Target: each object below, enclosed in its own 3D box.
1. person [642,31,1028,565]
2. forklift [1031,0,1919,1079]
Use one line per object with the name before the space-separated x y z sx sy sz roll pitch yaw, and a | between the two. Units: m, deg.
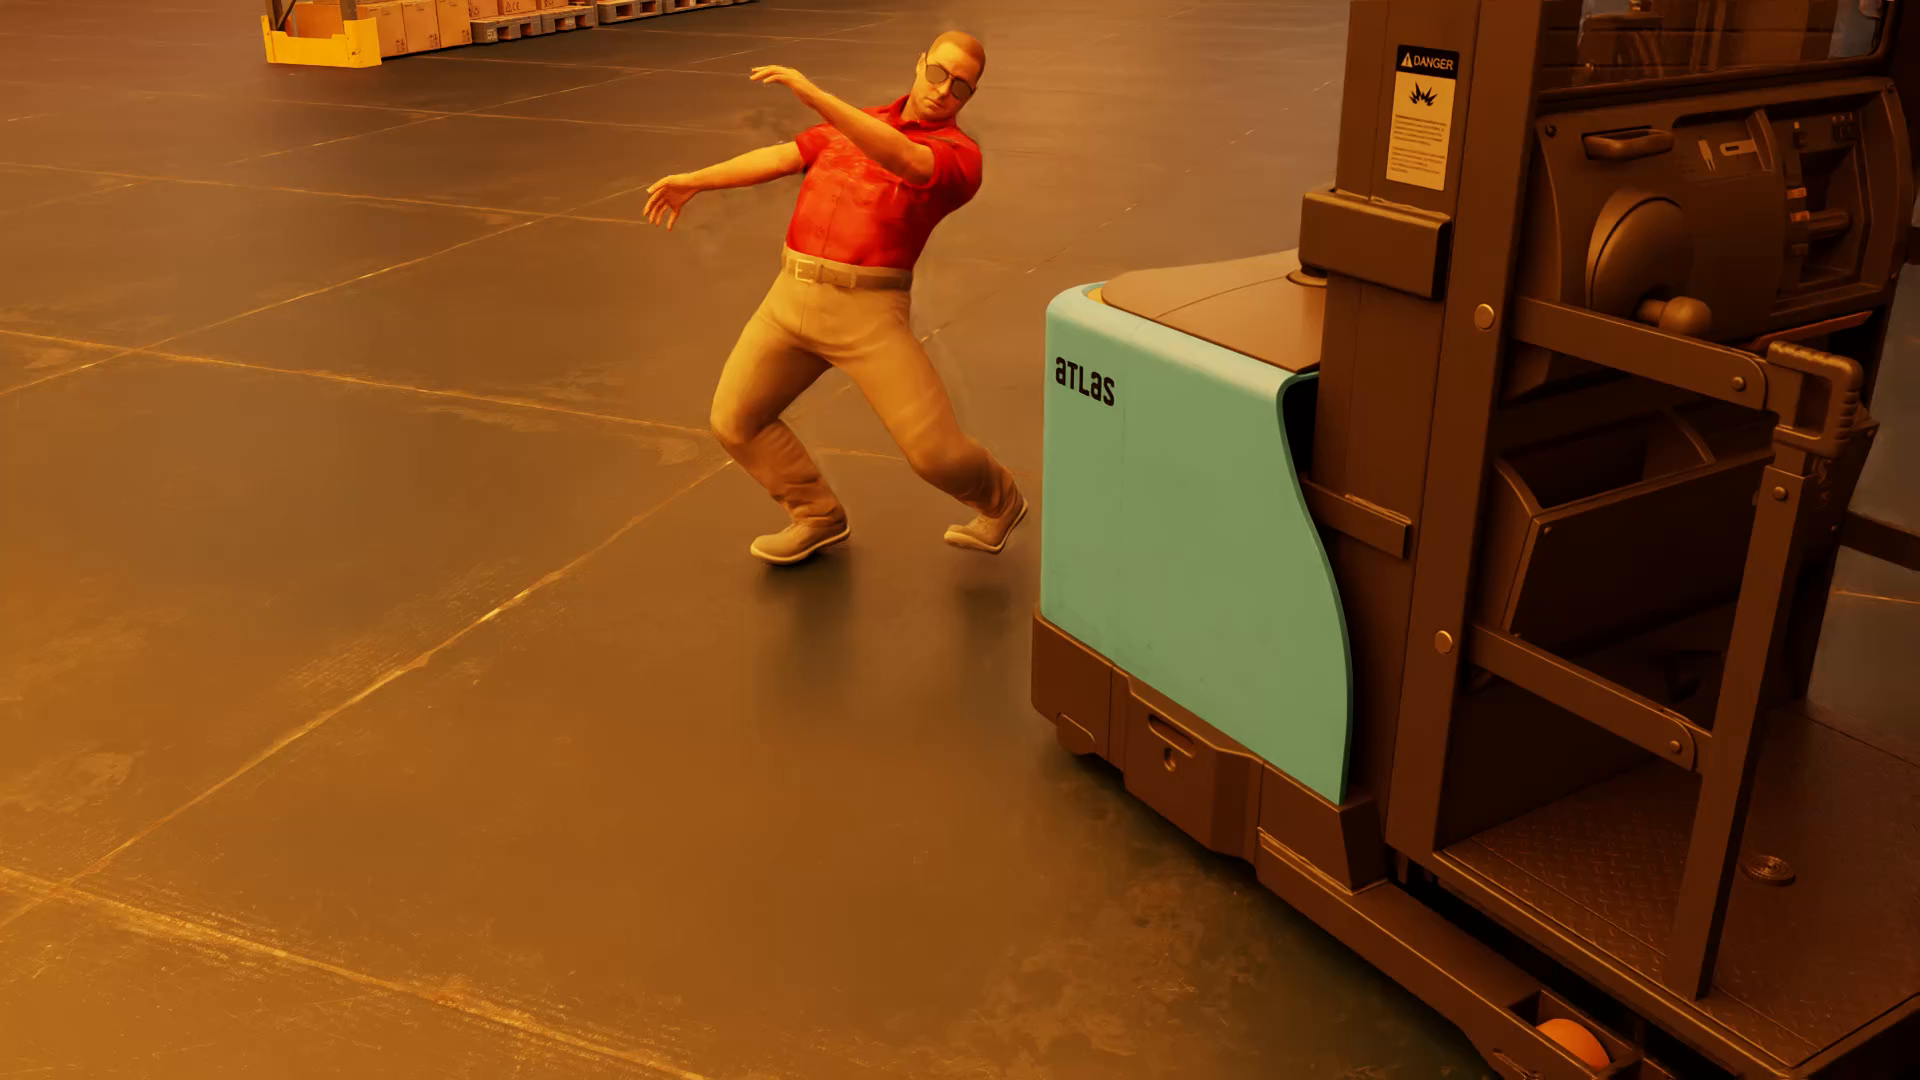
person | -0.411 -0.636 4.640 1.035 1.492 0.754 12 26 27
forklift | 1.379 -0.525 2.549 1.130 2.935 3.031 -14 26 -29
